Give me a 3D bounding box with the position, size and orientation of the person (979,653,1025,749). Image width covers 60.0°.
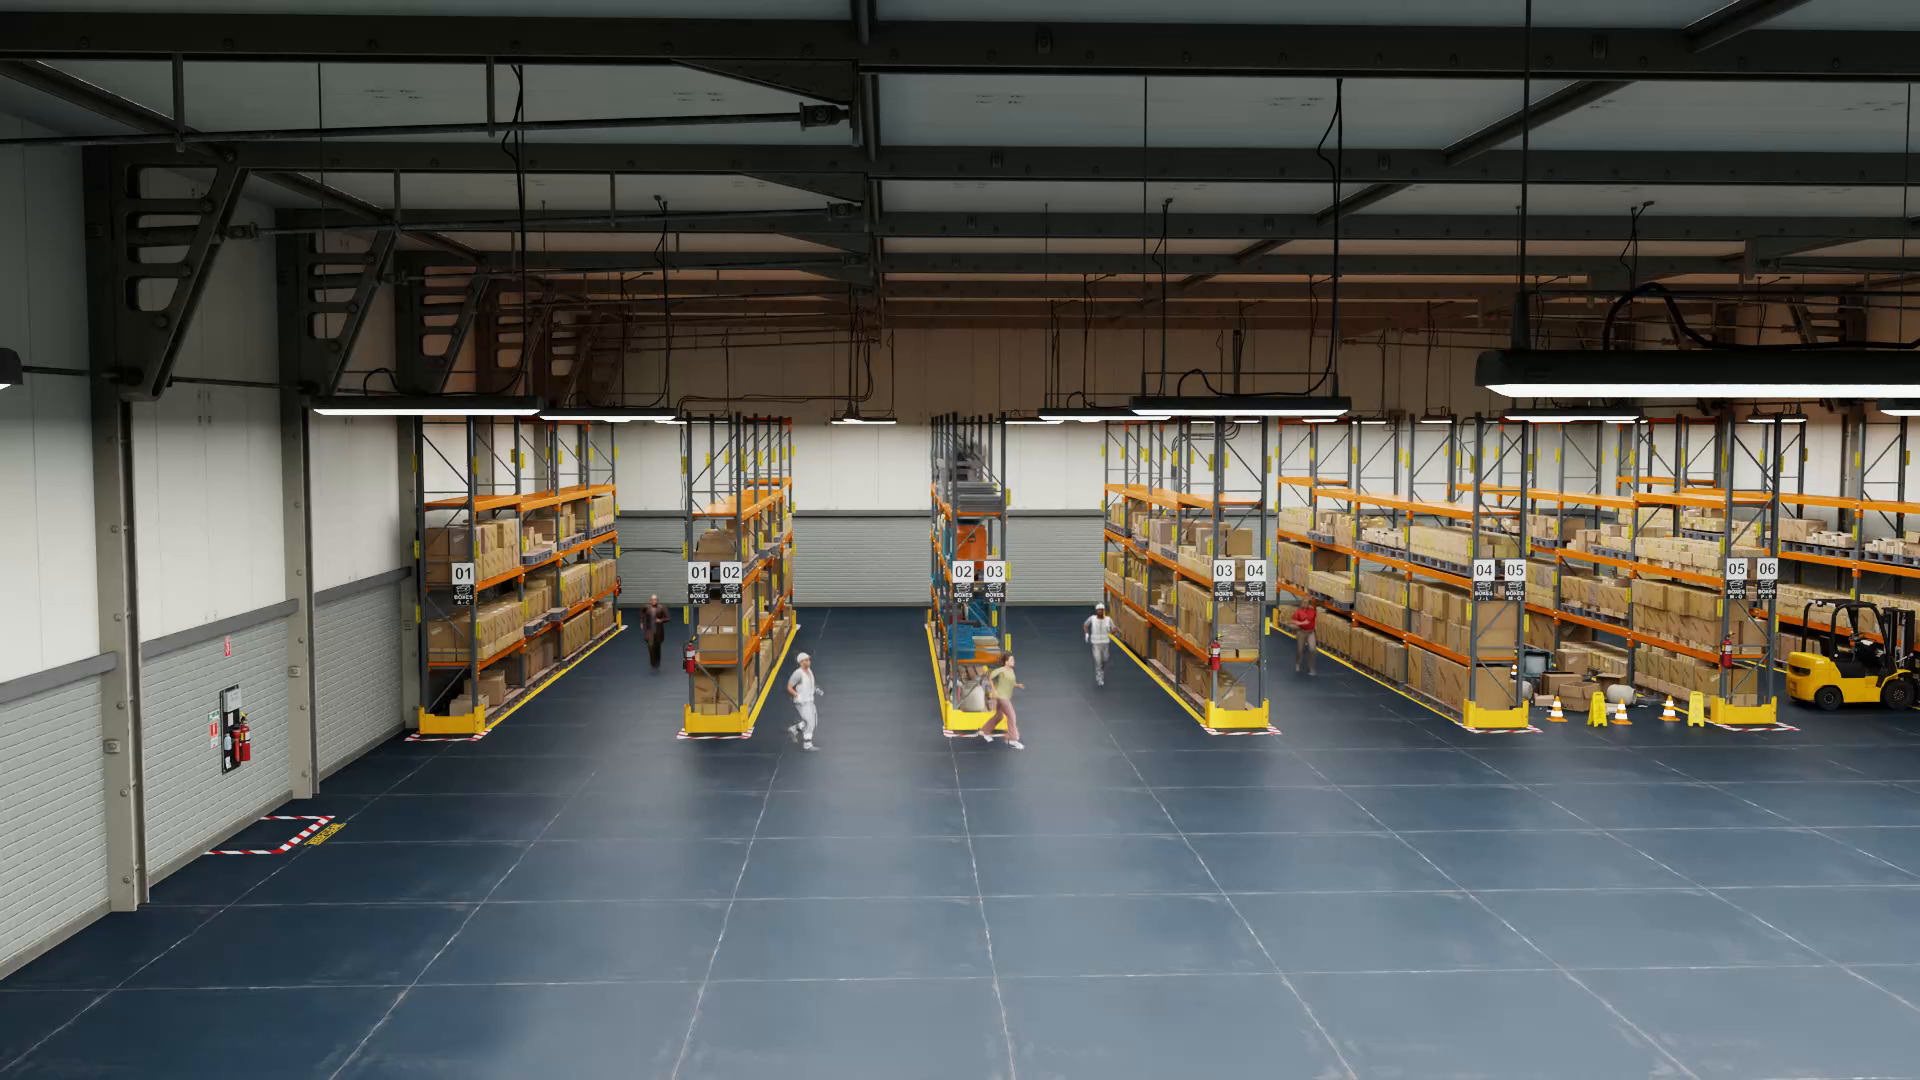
[{"bbox_3d":[0.754,2.863,29.811,0.934,1.693,0.521,2,4,24],"label":"person"}]

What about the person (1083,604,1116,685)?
[{"bbox_3d":[3.118,2.292,36.945,0.689,1.763,1.003,0,4,-7],"label":"person"}]

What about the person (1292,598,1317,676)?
[{"bbox_3d":[7.990,2.246,38.528,0.678,1.802,0.811,0,4,-6],"label":"person"}]

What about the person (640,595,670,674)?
[{"bbox_3d":[-7.157,2.188,39.002,0.738,1.826,1.025,0,4,-3],"label":"person"}]

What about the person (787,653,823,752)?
[{"bbox_3d":[-2.782,2.854,29.308,0.692,1.747,0.651,2,4,26],"label":"person"}]
